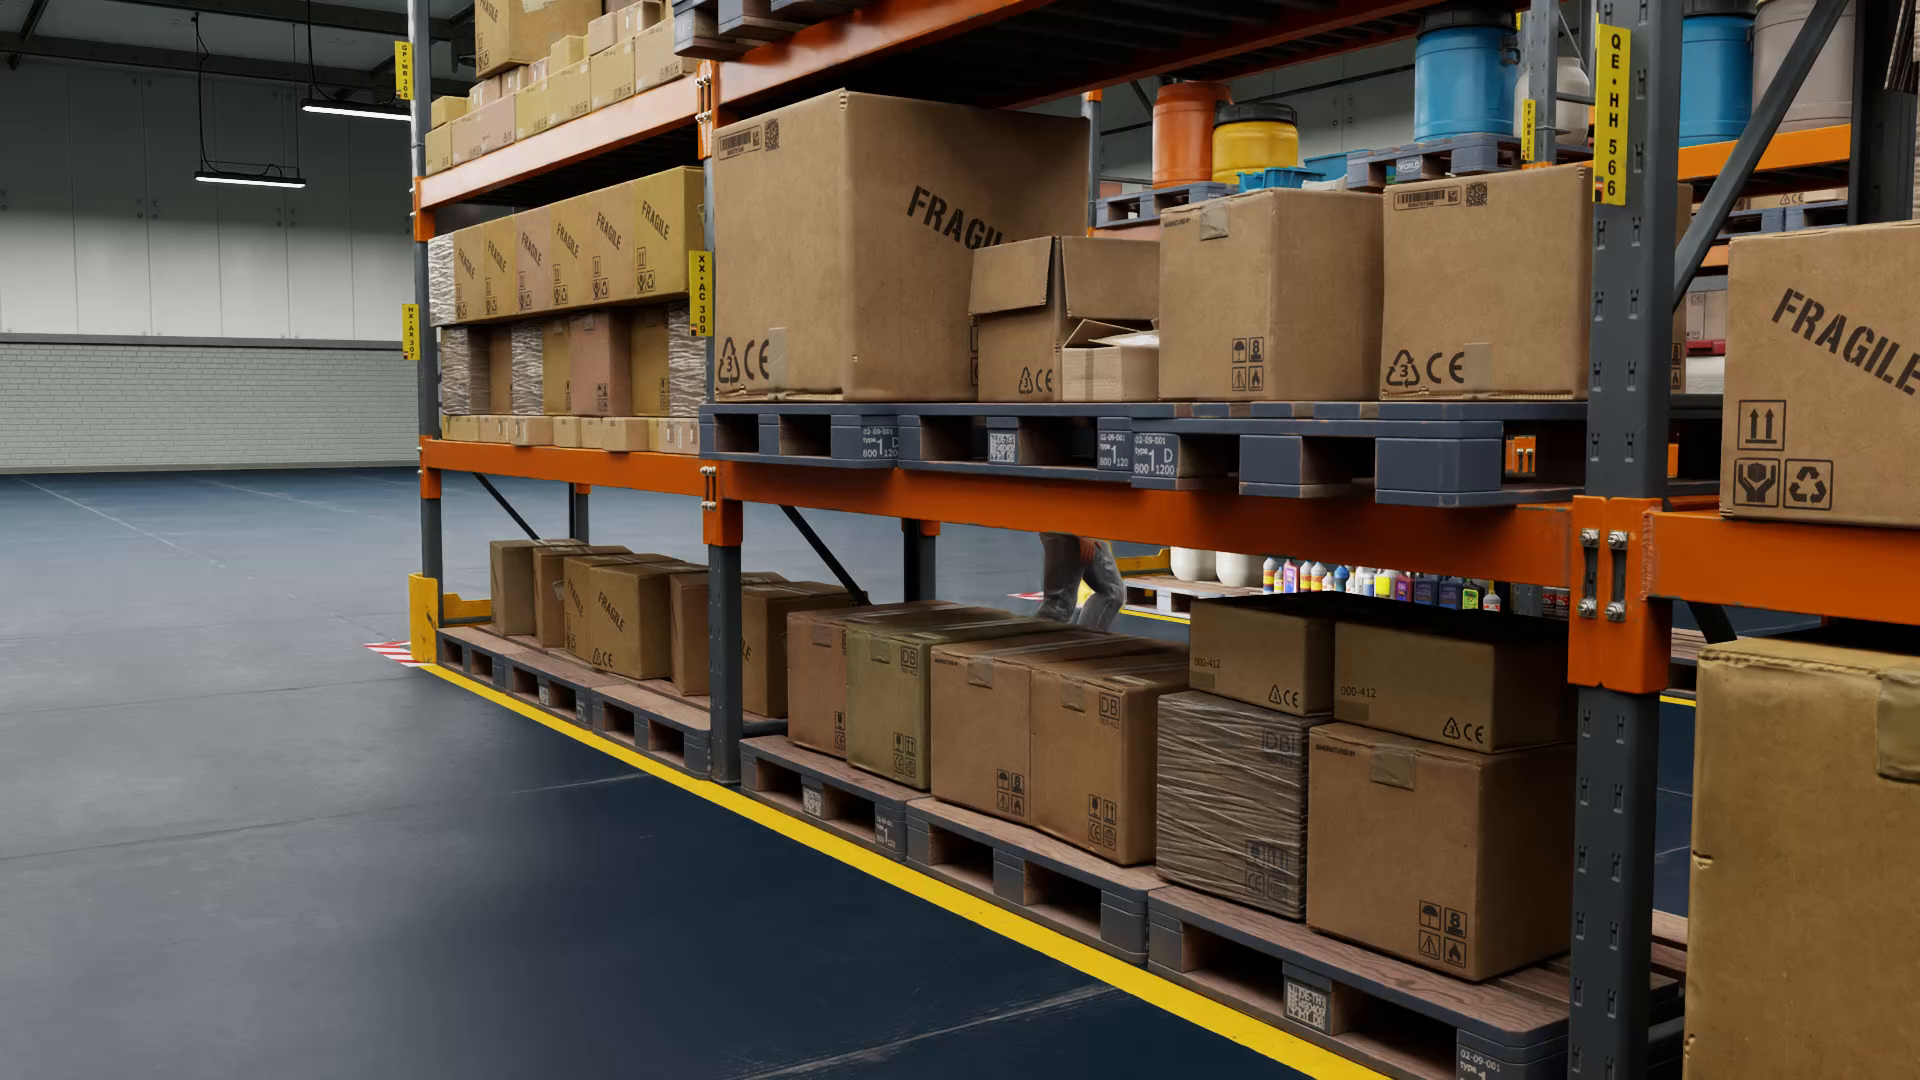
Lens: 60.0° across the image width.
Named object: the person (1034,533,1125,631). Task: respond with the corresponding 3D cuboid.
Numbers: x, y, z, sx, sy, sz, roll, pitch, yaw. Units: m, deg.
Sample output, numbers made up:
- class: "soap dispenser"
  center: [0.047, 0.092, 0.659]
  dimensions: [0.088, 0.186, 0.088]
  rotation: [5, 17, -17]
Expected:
- class: "person"
  center: [0.561, -0.070, 8.447]
  dimensions: [0.553, 1.778, 0.563]
  rotation: [1, 5, 6]
